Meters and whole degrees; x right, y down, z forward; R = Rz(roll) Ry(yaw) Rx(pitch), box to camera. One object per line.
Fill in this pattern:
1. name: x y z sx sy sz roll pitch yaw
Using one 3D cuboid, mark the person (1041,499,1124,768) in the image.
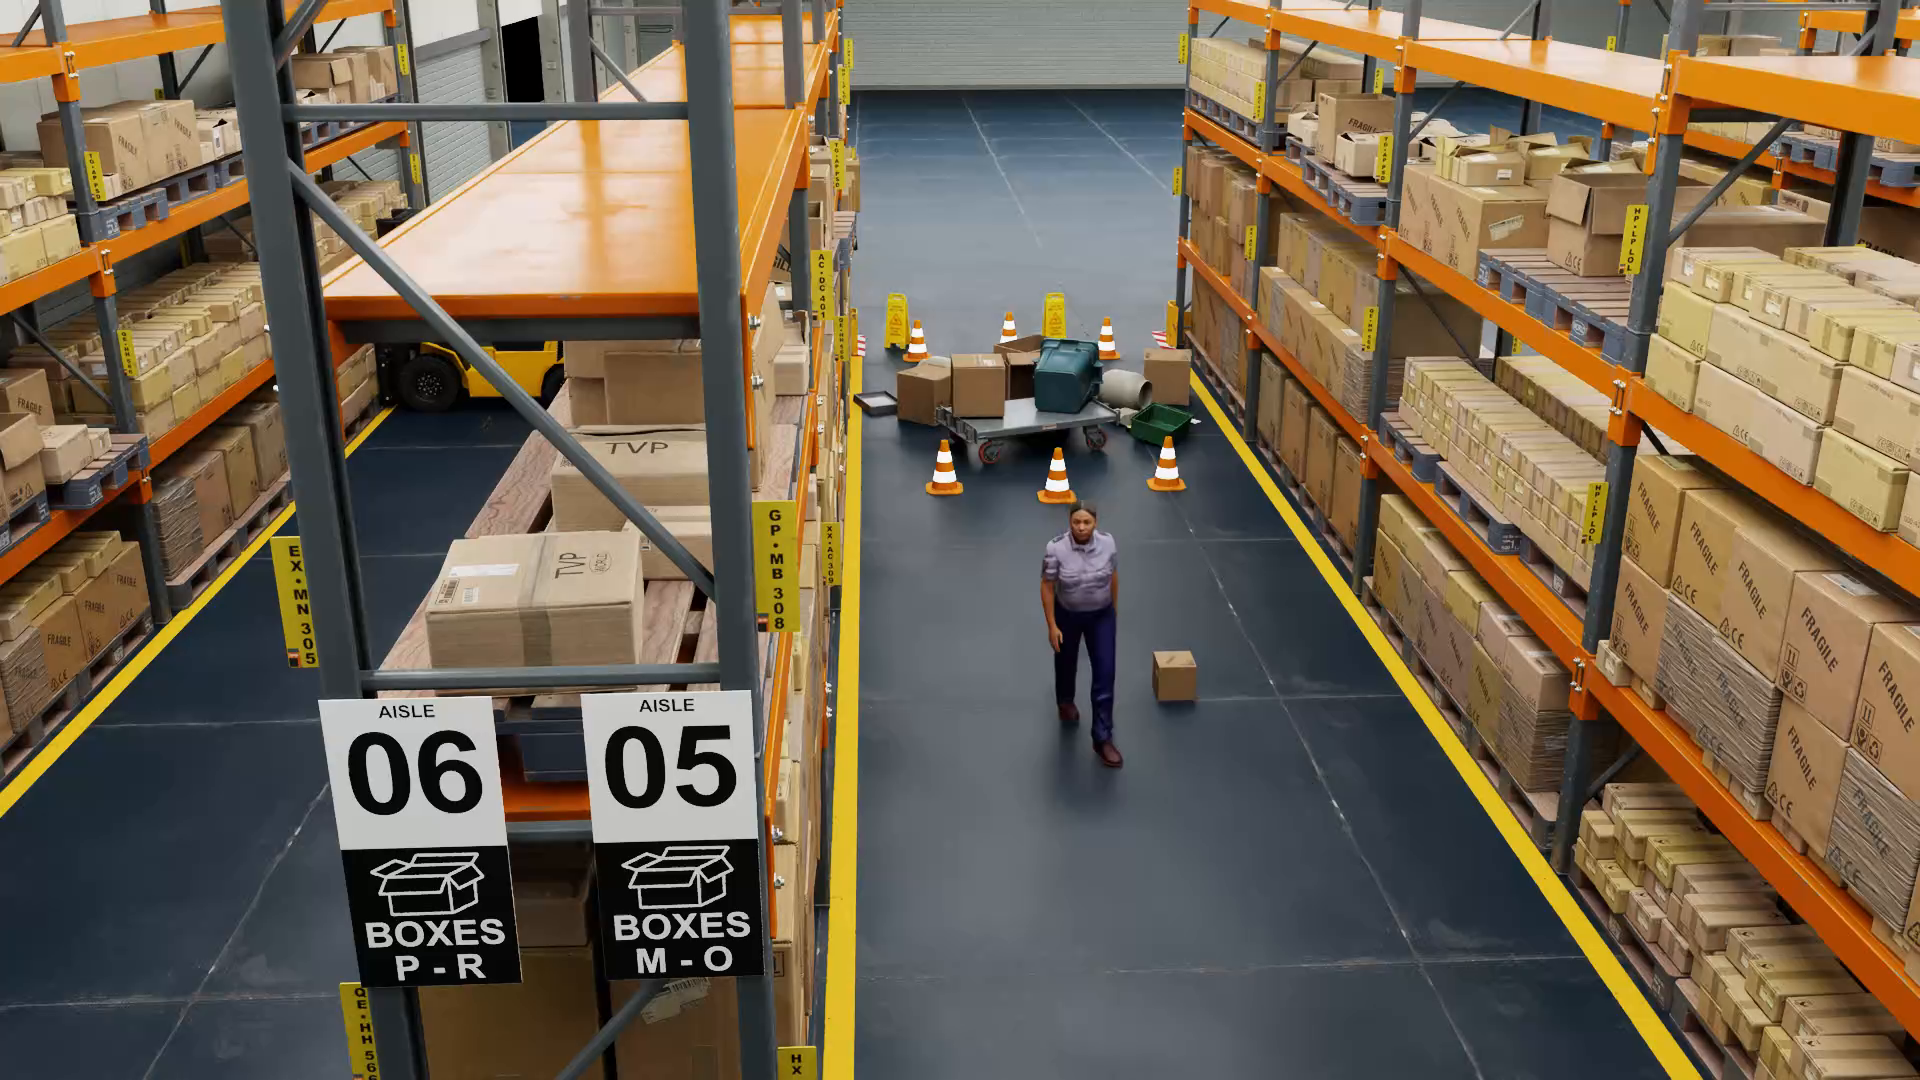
1. person: 0.747 0.493 10.261 0.510 1.589 0.945 0 21 -1
